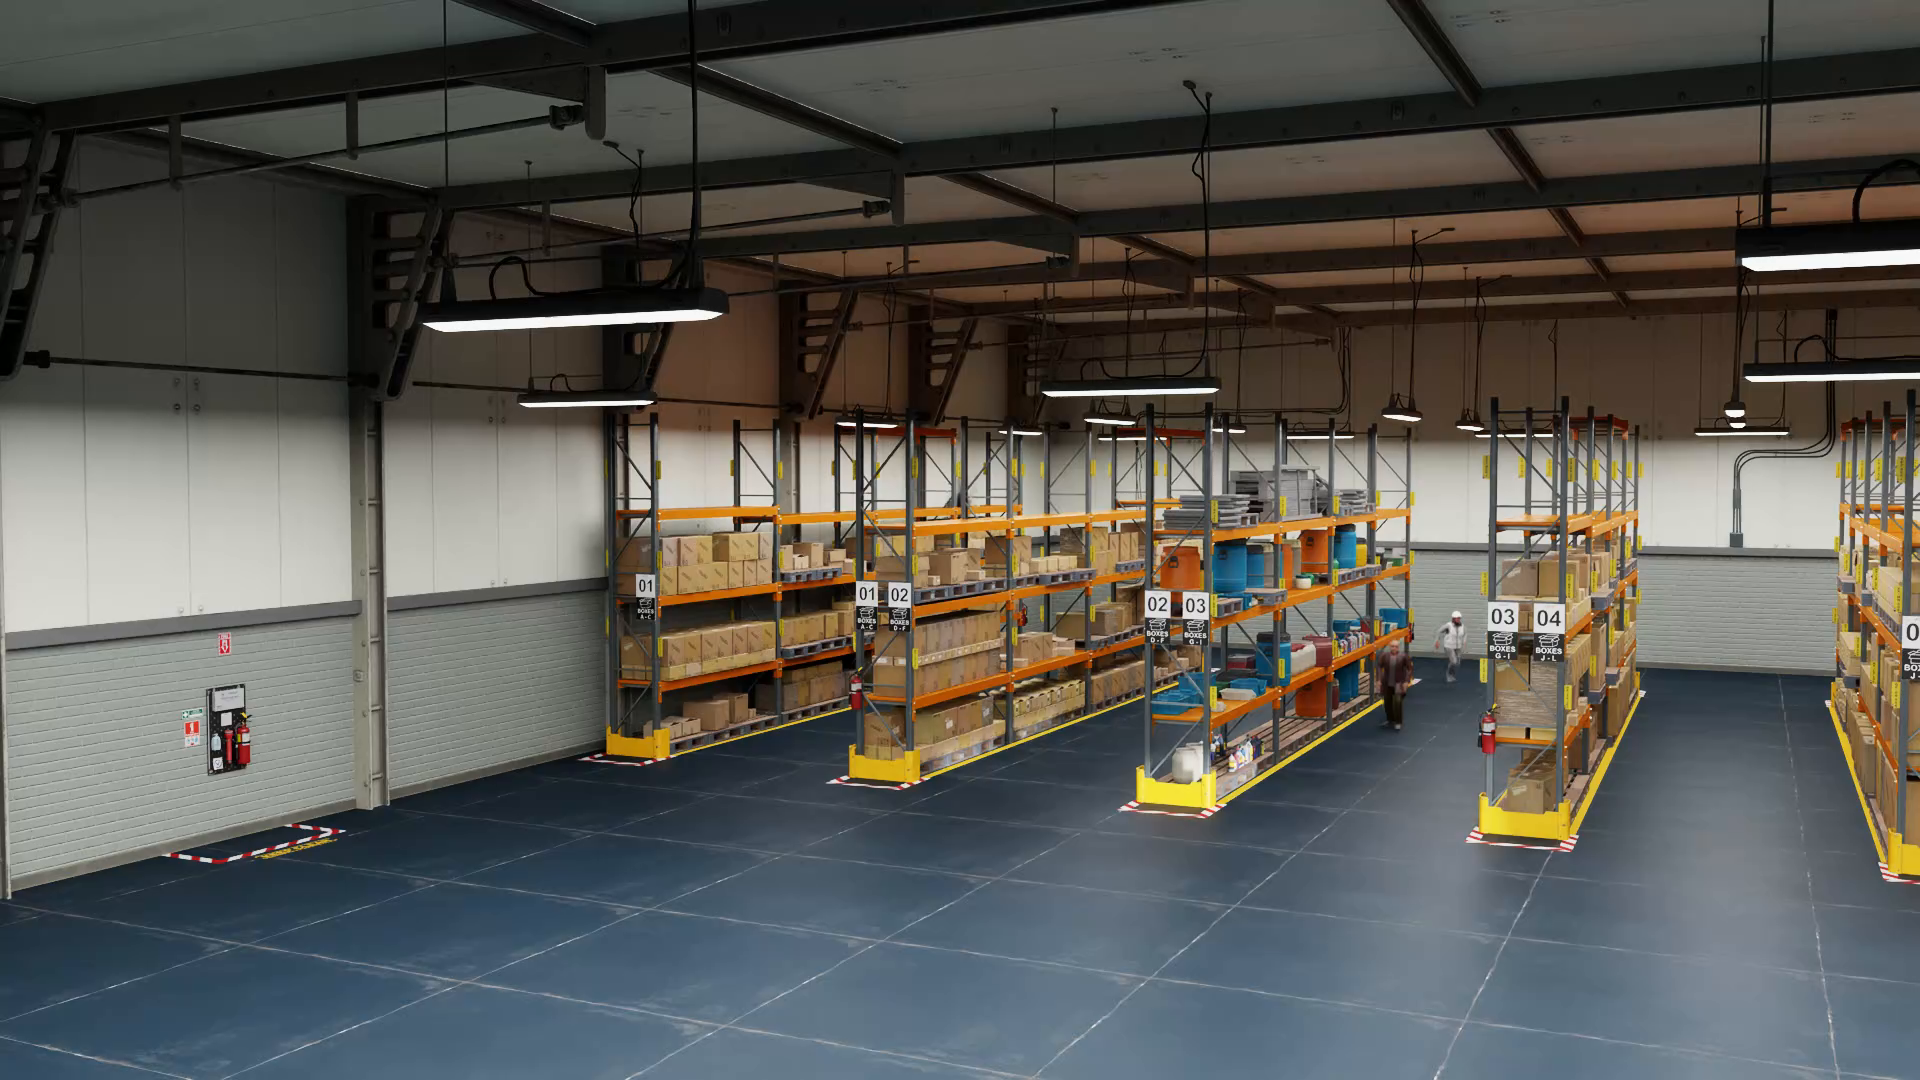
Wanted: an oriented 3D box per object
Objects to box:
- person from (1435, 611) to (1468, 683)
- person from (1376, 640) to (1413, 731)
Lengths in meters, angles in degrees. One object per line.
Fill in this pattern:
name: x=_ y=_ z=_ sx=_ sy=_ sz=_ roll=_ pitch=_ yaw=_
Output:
person: x=11.586 y=2.521 z=39.120 sx=0.660 sy=1.726 sz=0.765 roll=-1 pitch=3 yaw=-19
person: x=8.417 y=2.789 z=32.178 sx=0.701 sy=1.738 sz=0.654 roll=1 pitch=3 yaw=30
